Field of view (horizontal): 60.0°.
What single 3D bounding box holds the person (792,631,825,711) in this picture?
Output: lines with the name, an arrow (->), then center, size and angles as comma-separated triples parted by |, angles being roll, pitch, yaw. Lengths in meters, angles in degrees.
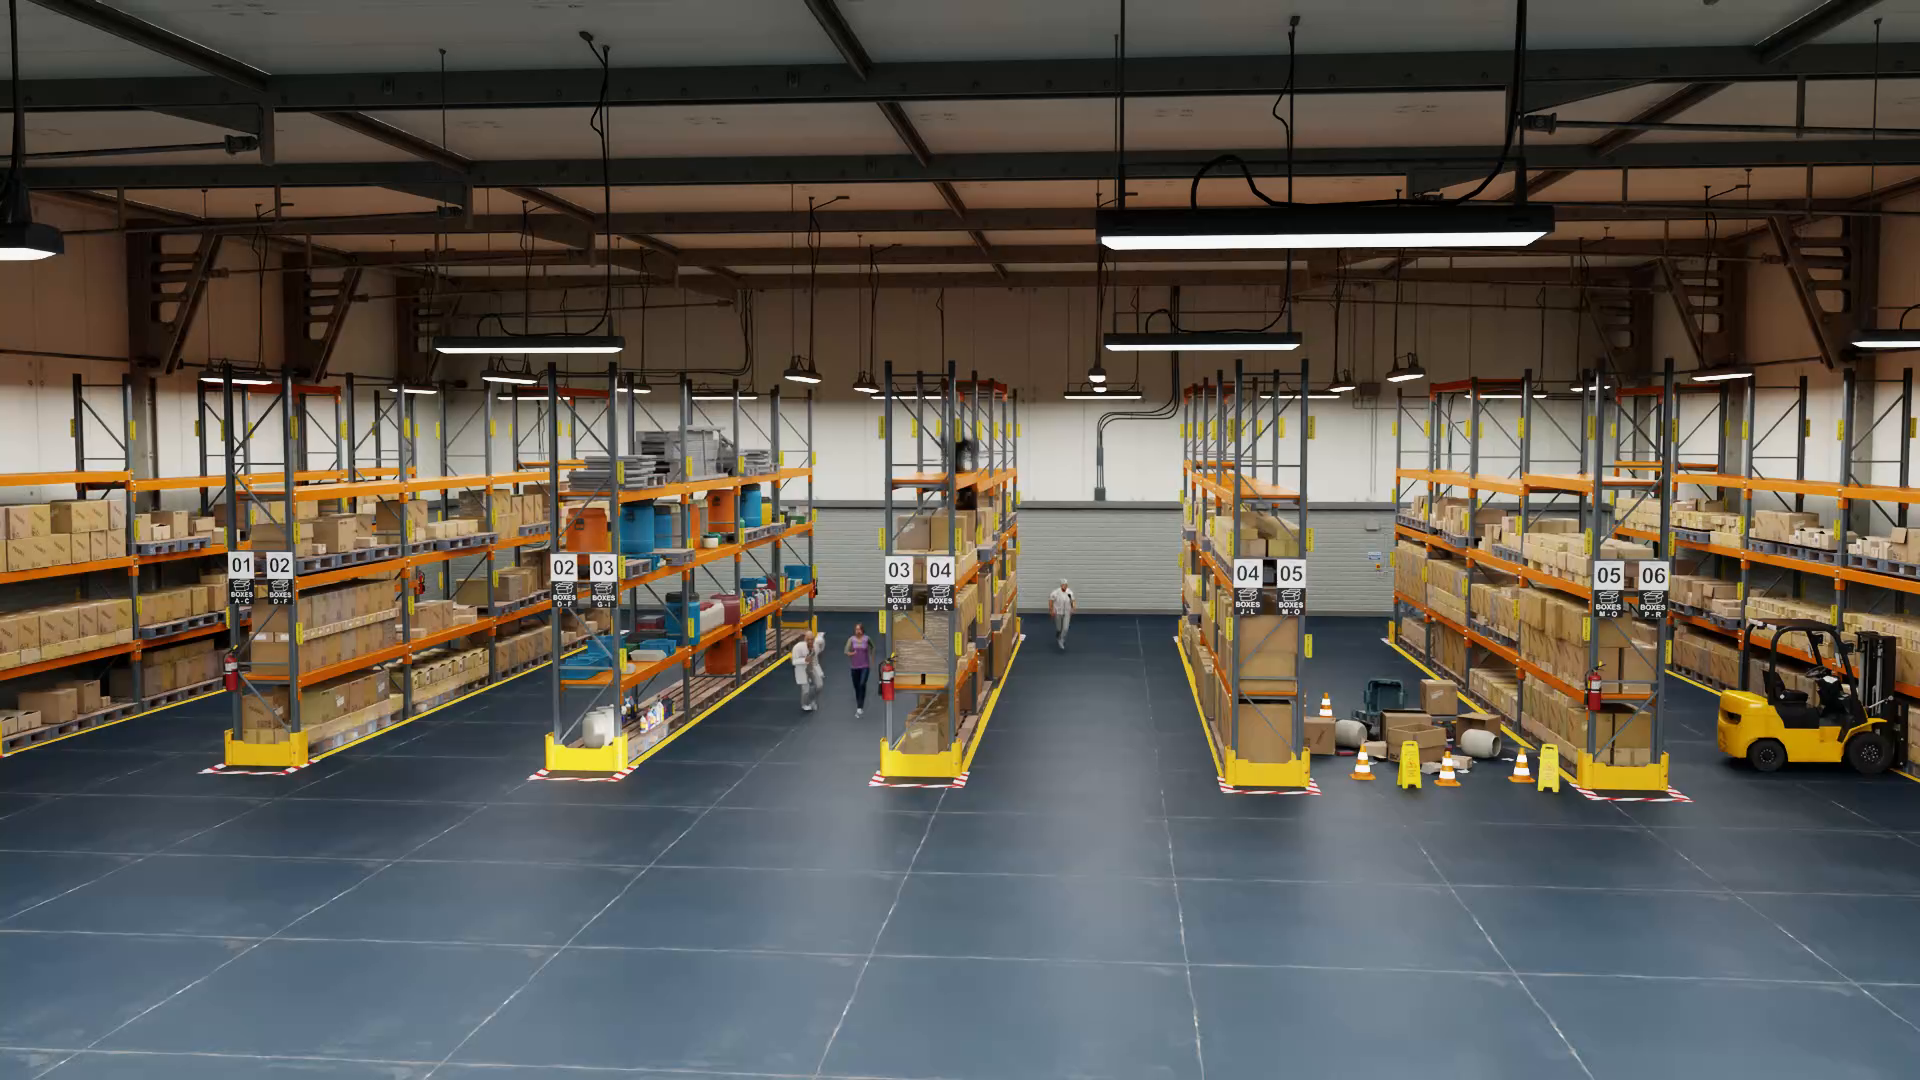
person -> -2.652, 2.310, 29.342 | 0.728, 1.498, 1.047 | -2, 4, -23

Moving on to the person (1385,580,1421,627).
person -> 11.184, 1.335, 41.947 | 0.976, 1.749, 0.710 | -1, 4, -11

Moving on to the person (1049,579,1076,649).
person -> 2.355, 1.695, 38.372 | 0.593, 1.614, 0.661 | -1, 4, -11

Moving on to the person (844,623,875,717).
person -> -1.768, 2.255, 29.241 | 0.517, 1.606, 0.831 | 0, 4, 5
